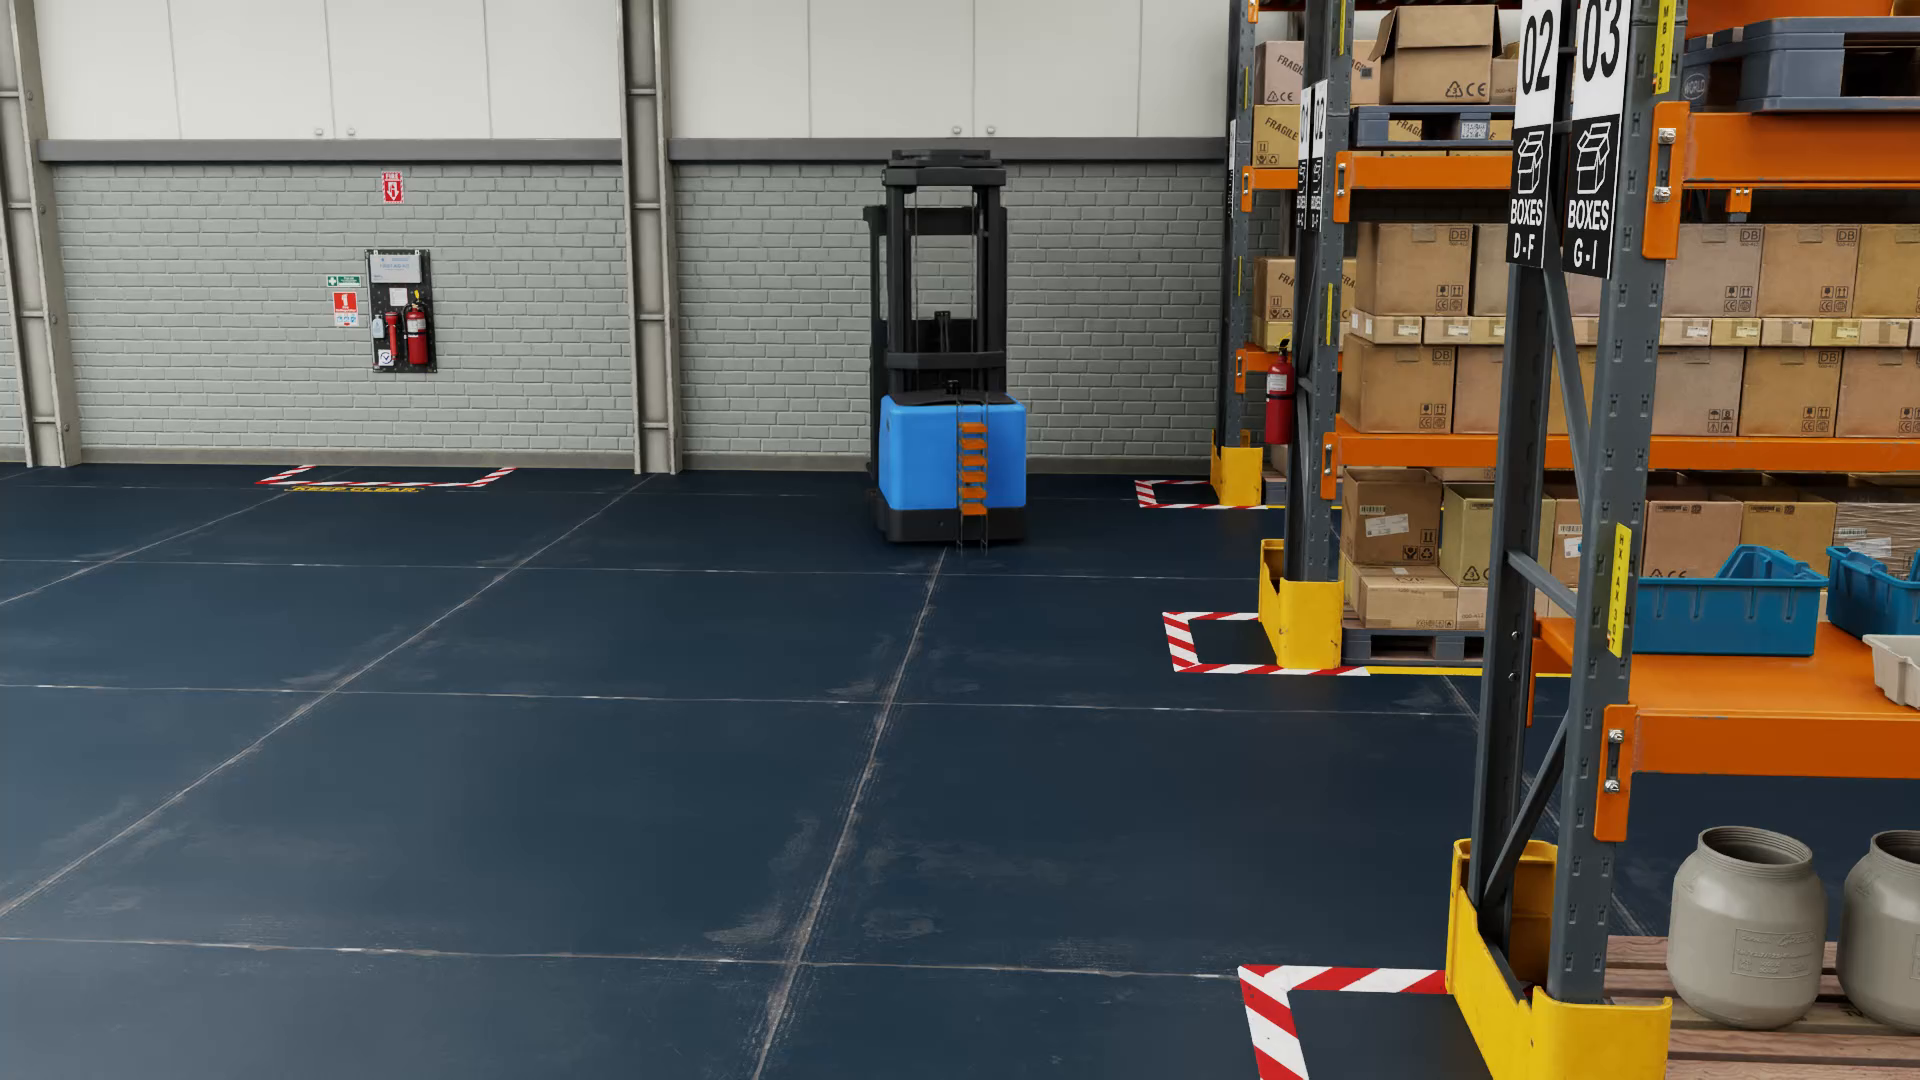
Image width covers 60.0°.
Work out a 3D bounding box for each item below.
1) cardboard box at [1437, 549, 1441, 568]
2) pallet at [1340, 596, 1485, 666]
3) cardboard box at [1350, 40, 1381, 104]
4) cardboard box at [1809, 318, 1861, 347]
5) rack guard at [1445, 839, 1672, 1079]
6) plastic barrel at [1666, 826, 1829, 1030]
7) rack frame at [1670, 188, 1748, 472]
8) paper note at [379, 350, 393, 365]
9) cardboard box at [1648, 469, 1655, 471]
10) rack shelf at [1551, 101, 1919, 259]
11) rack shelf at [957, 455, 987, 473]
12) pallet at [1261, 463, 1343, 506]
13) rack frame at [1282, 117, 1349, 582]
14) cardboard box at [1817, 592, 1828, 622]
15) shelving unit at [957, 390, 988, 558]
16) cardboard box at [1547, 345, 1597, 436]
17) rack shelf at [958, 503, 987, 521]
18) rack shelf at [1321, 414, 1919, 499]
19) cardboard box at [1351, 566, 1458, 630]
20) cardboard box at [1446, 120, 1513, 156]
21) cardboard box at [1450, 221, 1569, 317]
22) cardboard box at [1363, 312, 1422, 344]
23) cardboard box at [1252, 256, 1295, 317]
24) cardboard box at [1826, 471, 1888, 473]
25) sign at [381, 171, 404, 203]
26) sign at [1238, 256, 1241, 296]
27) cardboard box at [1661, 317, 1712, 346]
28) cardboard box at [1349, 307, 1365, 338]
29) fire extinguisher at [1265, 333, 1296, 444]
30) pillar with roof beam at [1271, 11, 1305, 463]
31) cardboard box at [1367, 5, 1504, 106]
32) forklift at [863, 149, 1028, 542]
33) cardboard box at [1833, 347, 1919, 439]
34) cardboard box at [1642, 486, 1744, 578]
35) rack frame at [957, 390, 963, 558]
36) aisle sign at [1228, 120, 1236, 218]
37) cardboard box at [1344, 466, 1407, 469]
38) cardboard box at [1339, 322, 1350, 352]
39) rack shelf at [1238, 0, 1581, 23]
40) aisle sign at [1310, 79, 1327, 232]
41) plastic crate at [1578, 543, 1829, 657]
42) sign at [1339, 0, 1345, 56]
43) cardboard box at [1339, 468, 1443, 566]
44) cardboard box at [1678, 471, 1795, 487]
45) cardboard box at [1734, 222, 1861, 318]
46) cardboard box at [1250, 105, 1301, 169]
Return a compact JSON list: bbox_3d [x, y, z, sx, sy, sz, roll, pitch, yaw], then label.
[{"bbox_3d":[3.081,0.229,10.039,0.500,0.250,0.500,1,12,4],"label":"cardboard box"},{"bbox_3d":[2.792,0.504,9.845,1.213,0.211,1.003,1,12,4],"label":"pallet"},{"bbox_3d":[3.219,-3.819,13.640,0.500,0.500,0.500,1,12,3],"label":"cardboard box"},{"bbox_3d":[4.716,-1.149,9.107,0.250,0.149,0.380,1,12,3],"label":"cardboard box"},{"bbox_3d":[1.770,1.364,5.028,0.348,0.500,1.175,1,12,4],"label":"rack guard"},{"bbox_3d":[2.353,1.154,4.974,0.421,0.512,0.421,0,12,0],"label":"plastic barrel"},{"bbox_3d":[6.344,-1.820,14.145,0.127,3.000,1.000,1,12,4],"label":"rack frame"},{"bbox_3d":[-5.512,-1.751,15.966,0.142,0.148,0.016,1,12,4],"label":"paper note"},{"bbox_3d":[5.809,-0.650,14.395,0.250,0.166,0.380,-1,12,-4],"label":"cardboard box"},{"bbox_3d":[3.687,-0.940,4.367,4.000,0.370,1.077,1,12,4],"label":"rack shelf"},{"bbox_3d":[0.088,-0.560,12.144,0.180,0.103,0.258,-2,12,-9],"label":"rack shelf"},{"bbox_3d":[3.237,-0.491,14.599,1.213,0.211,1.003,1,12,4],"label":"pallet"},{"bbox_3d":[2.026,-0.863,9.568,0.127,3.000,1.000,1,12,4],"label":"rack frame"},{"bbox_3d":[4.542,0.358,9.423,0.500,0.250,0.500,1,12,4],"label":"cardboard box"},{"bbox_3d":[0.088,-0.486,12.159,0.189,1.200,0.258,-2,12,-9],"label":"shelving unit"},{"bbox_3d":[3.510,-0.889,9.447,0.500,0.500,0.700,1,12,4],"label":"cardboard box"},{"bbox_3d":[0.088,-0.207,12.218,0.180,0.103,0.258,-2,12,-9],"label":"rack shelf"},{"bbox_3d":[4.022,-0.484,9.511,4.000,0.370,1.077,1,12,4],"label":"rack shelf"},{"bbox_3d":[2.546,0.330,9.554,0.500,0.250,0.500,1,12,4],"label":"cardboard box"},{"bbox_3d":[4.258,-3.323,13.707,0.500,0.500,0.500,2,12,7],"label":"cardboard box"},{"bbox_3d":[3.069,-1.531,9.350,0.500,0.500,0.700,0,12,2],"label":"cardboard box"},{"bbox_3d":[2.403,-1.180,9.256,0.250,0.149,0.380,1,12,3],"label":"cardboard box"},{"bbox_3d":[2.838,-2.216,14.520,0.500,0.500,0.500,1,12,3],"label":"cardboard box"},{"bbox_3d":[7.599,-0.809,14.339,0.500,0.500,0.700,1,12,3],"label":"cardboard box"},{"bbox_3d":[-5.341,-3.321,15.657,0.199,0.298,0.001,1,12,4],"label":"sign"},{"bbox_3d":[2.317,-2.188,13.788,0.005,0.325,0.100,1,12,4],"label":"sign"},{"bbox_3d":[3.937,-1.159,9.154,0.250,0.149,0.380,1,12,4],"label":"cardboard box"},{"bbox_3d":[2.420,-1.263,9.653,0.250,0.149,0.380,1,12,3],"label":"cardboard box"},{"bbox_3d":[1.939,-0.922,10.038,0.183,0.674,0.296,1,12,4],"label":"fire extinguisher"},{"bbox_3d":[2.822,-4.099,10.387,0.400,9.000,9.100,1,12,4],"label":"pillar with roof beam"},{"bbox_3d":[2.599,-2.647,9.151,0.637,0.503,0.797,2,12,8],"label":"cardboard box"},{"bbox_3d":[-0.203,-1.668,13.582,1.130,2.935,3.031,-2,12,-8],"label":"forklift"},{"bbox_3d":[5.047,-0.868,9.347,0.500,0.500,0.700,1,12,3],"label":"cardboard box"},{"bbox_3d":[4.043,-0.016,9.377,0.500,0.500,0.500,1,12,4],"label":"cardboard box"},{"bbox_3d":[-0.002,-0.483,12.145,0.006,1.200,0.240,-2,12,-9],"label":"rack frame"},{"bbox_3d":[2.262,-3.087,13.852,0.004,0.787,0.394,1,12,4],"label":"aisle sign"},{"bbox_3d":[3.607,-0.739,14.466,0.500,0.311,0.500,2,12,8],"label":"cardboard box"},{"bbox_3d":[3.338,-1.736,14.058,0.500,0.250,0.500,0,12,2],"label":"cardboard box"},{"bbox_3d":[4.349,-4.431,13.735,4.000,0.370,1.077,1,12,4],"label":"rack shelf"},{"bbox_3d":[1.940,-2.074,9.007,0.004,0.787,0.394,1,12,4],"label":"aisle sign"},{"bbox_3d":[2.211,0.167,5.006,0.616,0.251,0.499,1,12,4],"label":"plastic crate"},{"bbox_3d":[1.983,-2.685,8.622,0.005,0.325,0.100,1,12,4],"label":"sign"},{"bbox_3d":[2.581,-0.143,9.985,0.500,0.500,0.500,1,12,4],"label":"cardboard box"},{"bbox_3d":[4.578,-0.119,9.870,0.500,0.500,0.500,1,12,4],"label":"cardboard box"},{"bbox_3d":[4.570,-1.511,9.252,0.500,0.500,0.700,1,12,4],"label":"cardboard box"},{"bbox_3d":[2.670,-3.346,13.821,0.500,0.500,0.500,1,12,5],"label":"cardboard box"}]
